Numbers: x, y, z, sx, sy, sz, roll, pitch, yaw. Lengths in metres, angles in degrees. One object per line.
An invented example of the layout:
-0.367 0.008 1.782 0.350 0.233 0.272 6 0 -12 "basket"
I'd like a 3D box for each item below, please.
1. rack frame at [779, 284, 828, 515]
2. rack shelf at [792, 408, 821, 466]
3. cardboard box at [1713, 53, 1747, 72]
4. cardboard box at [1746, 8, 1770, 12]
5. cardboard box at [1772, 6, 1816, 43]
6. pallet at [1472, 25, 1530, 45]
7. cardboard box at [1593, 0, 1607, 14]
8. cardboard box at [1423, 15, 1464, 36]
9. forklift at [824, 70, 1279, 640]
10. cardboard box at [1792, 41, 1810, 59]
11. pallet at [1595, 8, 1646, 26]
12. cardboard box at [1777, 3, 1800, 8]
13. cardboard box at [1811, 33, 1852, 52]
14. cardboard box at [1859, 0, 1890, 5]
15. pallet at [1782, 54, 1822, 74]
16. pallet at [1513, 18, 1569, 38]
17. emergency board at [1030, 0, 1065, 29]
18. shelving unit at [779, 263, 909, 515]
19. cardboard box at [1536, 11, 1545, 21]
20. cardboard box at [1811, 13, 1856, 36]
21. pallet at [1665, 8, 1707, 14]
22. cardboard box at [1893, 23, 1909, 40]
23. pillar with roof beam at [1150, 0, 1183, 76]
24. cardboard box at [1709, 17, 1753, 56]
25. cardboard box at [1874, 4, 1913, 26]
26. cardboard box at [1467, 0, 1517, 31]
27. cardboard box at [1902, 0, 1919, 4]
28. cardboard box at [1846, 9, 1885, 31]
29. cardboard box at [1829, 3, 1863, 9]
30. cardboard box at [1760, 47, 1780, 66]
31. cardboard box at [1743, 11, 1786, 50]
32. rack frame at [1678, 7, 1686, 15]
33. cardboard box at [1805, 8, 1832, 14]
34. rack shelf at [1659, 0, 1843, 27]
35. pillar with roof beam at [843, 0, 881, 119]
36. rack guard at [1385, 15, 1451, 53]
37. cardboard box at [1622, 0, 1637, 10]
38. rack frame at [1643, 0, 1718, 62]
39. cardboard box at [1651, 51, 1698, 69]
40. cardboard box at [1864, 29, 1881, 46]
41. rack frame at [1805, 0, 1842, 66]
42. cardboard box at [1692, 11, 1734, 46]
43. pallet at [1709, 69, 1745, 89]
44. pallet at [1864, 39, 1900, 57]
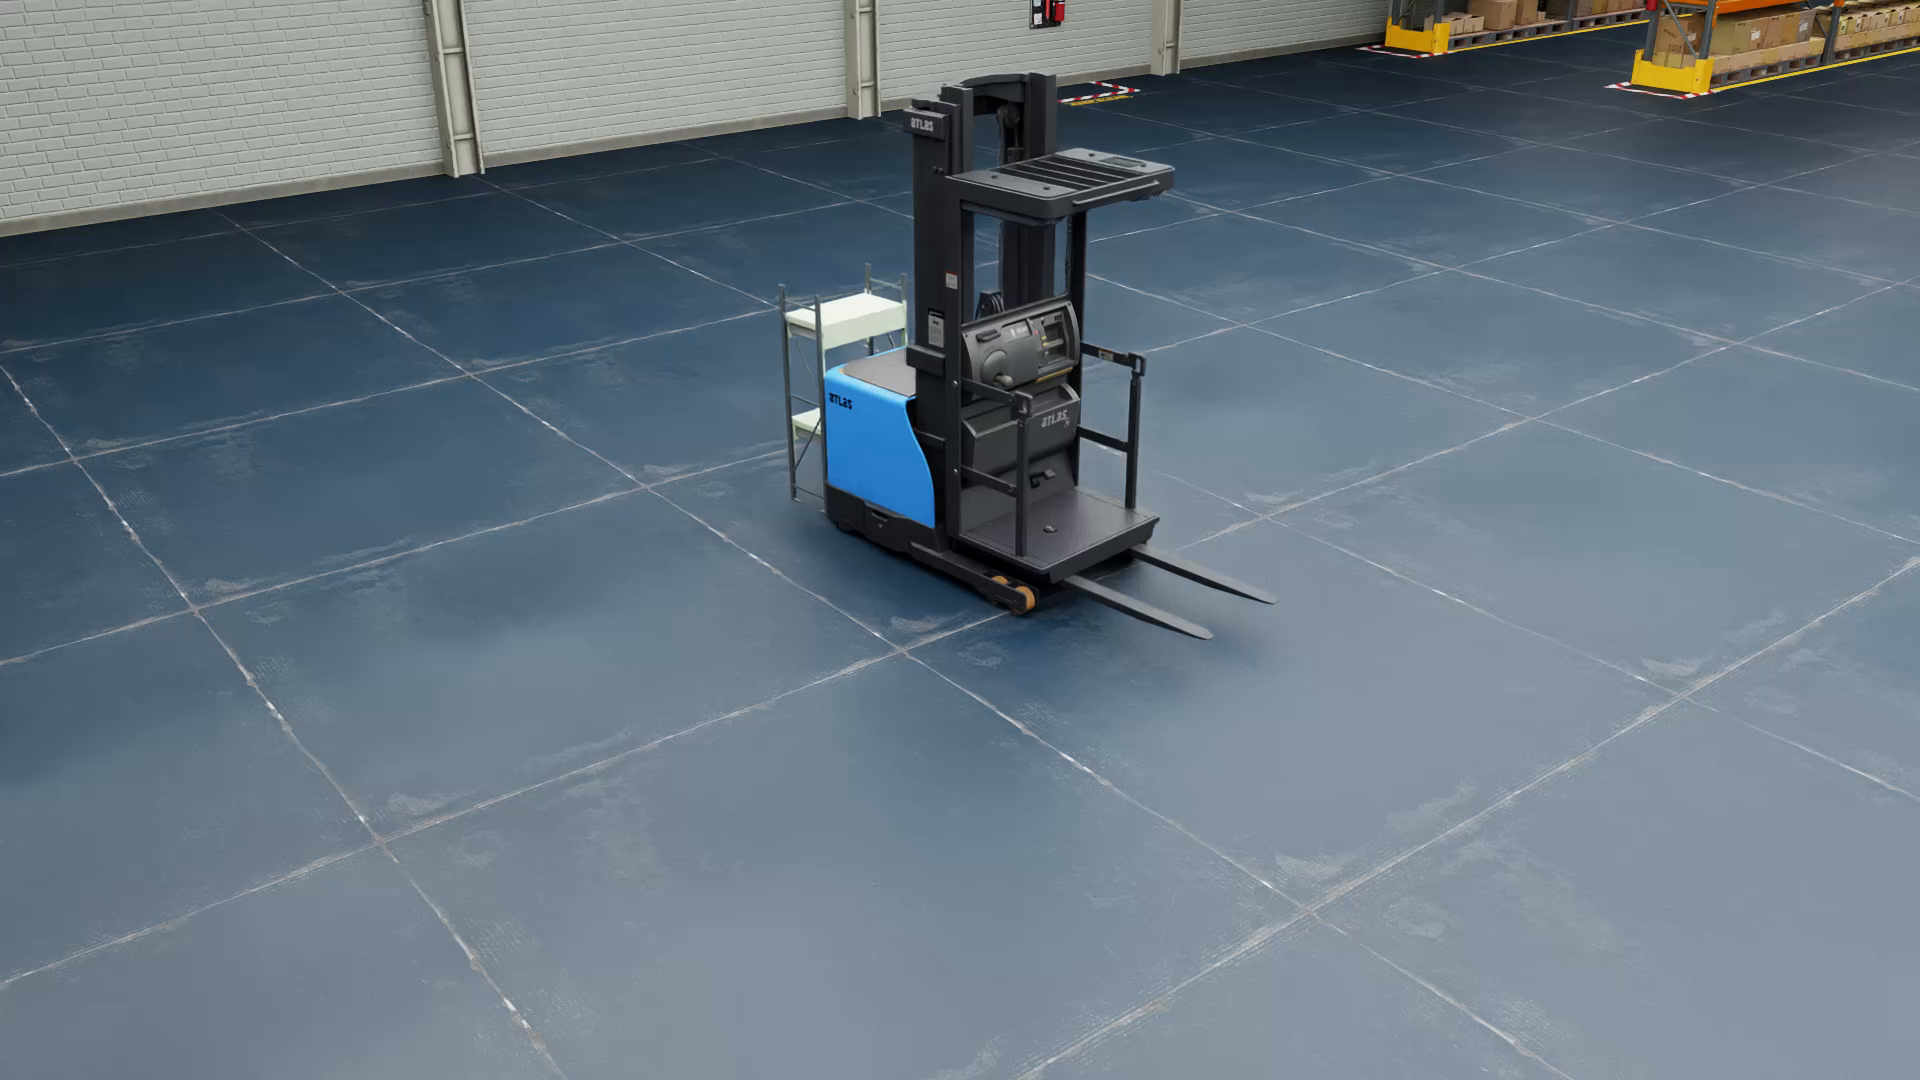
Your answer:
-1.018 -0.911 10.920 0.023 1.500 0.400 -22 32 -39 "rack frame"
-0.748 -0.719 11.282 0.720 0.370 0.431 -22 32 -39 "rack shelf"
12.057 -7.587 26.301 0.500 0.250 0.500 -18 31 -34 "cardboard box"
12.910 -8.493 27.363 0.500 0.500 0.500 -18 31 -34 "cardboard box"
13.624 -8.450 27.271 0.500 0.500 0.500 -18 31 -34 "cardboard box"
9.728 -9.356 30.659 1.213 0.211 1.003 -18 31 -34 "pallet"
12.140 -10.539 32.342 0.500 0.500 0.700 -19 31 -35 "cardboard box"
8.647 -9.217 29.717 0.500 0.311 0.500 -23 33 -40 "cardboard box"
0.518 -1.137 9.717 1.130 2.935 3.031 -23 33 -40 "forklift"
13.625 -8.110 27.428 0.500 0.250 0.500 -18 31 -34 "cardboard box"
12.767 -10.382 32.870 1.213 0.211 1.003 -18 31 -34 "pallet"
13.697 -8.752 27.922 0.500 0.500 0.500 -18 31 -34 "cardboard box"
14.725 -8.452 28.165 0.500 0.250 0.500 -19 31 -35 "cardboard box"
16.401 -9.544 29.854 0.500 0.311 0.500 -19 31 -35 "cardboard box"
13.603 -8.028 27.798 1.213 0.211 1.003 -18 31 -34 "pallet"
10.688 -9.675 31.346 1.213 0.211 1.003 -18 31 -34 "pallet"
1.375 -8.367 25.216 0.643 1.169 0.194 -18 31 -34 "emergency board"
-0.752 -1.016 11.149 0.755 1.500 0.431 -22 32 -39 "shelving unit"
10.792 -9.891 31.343 0.380 0.166 0.250 22 33 39 "cardboard box"
14.734 -8.708 28.052 0.500 0.311 0.500 -18 30 -34 "cardboard box"
15.010 -11.080 34.373 1.213 0.211 1.003 -18 31 -34 "pallet"
16.338 -8.986 29.316 0.500 0.250 0.500 -17 30 -33 "cardboard box"
5.999 -10.292 22.236 0.400 9.000 9.100 -18 31 -34 "pillar with roof beam"
12.059 -7.926 26.142 0.500 0.500 0.500 -18 31 -34 "cardboard box"
16.338 -9.237 29.192 0.500 0.311 0.500 -18 31 -34 "cardboard box"
9.704 -9.624 30.371 0.500 0.500 0.700 -21 32 -37 "cardboard box"
17.142 -9.505 29.768 0.500 0.311 0.500 -17 30 -33 "cardboard box"
15.537 -8.971 28.619 0.500 0.311 0.500 -19 31 -36 "cardboard box"
15.594 -9.279 29.282 0.500 0.311 0.500 -19 31 -35 "cardboard box"
12.848 -7.845 26.857 0.500 0.250 0.500 -18 31 -34 "cardboard box"
12.848 -8.184 26.699 0.500 0.500 0.500 -18 31 -34 "cardboard box"
14.343 -12.165 33.399 0.127 3.000 1.000 -18 31 -34 "rack frame"
14.802 -9.021 28.725 0.500 0.311 0.500 -17 30 -33 "cardboard box"
12.681 -8.640 26.658 4.000 0.370 1.077 -18 31 -34 "rack shelf"
1.278 -8.733 18.878 0.400 9.000 9.100 -18 31 -34 "pillar with roof beam"
8.107 -8.973 29.490 0.348 0.500 1.175 -18 31 -34 "rack guard"
12.958 -10.793 32.888 0.500 0.500 0.700 -18 31 -34 "cardboard box"
11.107 -8.447 25.387 0.127 3.000 1.000 -18 31 -34 "rack frame"
11.347 -7.627 26.388 0.500 0.250 0.500 -18 31 -34 "cardboard box"
15.534 -8.720 28.742 0.500 0.250 0.500 -19 31 -36 "cardboard box"
14.255 -9.486 27.626 0.127 3.000 1.000 -18 31 -34 "rack frame"
12.123 -8.233 26.802 0.500 0.500 0.500 -18 31 -34 "cardboard box"
11.683 -7.394 26.432 1.213 0.211 1.003 -18 31 -34 "pallet"
15.771 -8.744 29.340 1.213 0.211 1.003 -18 31 -34 "pallet"
